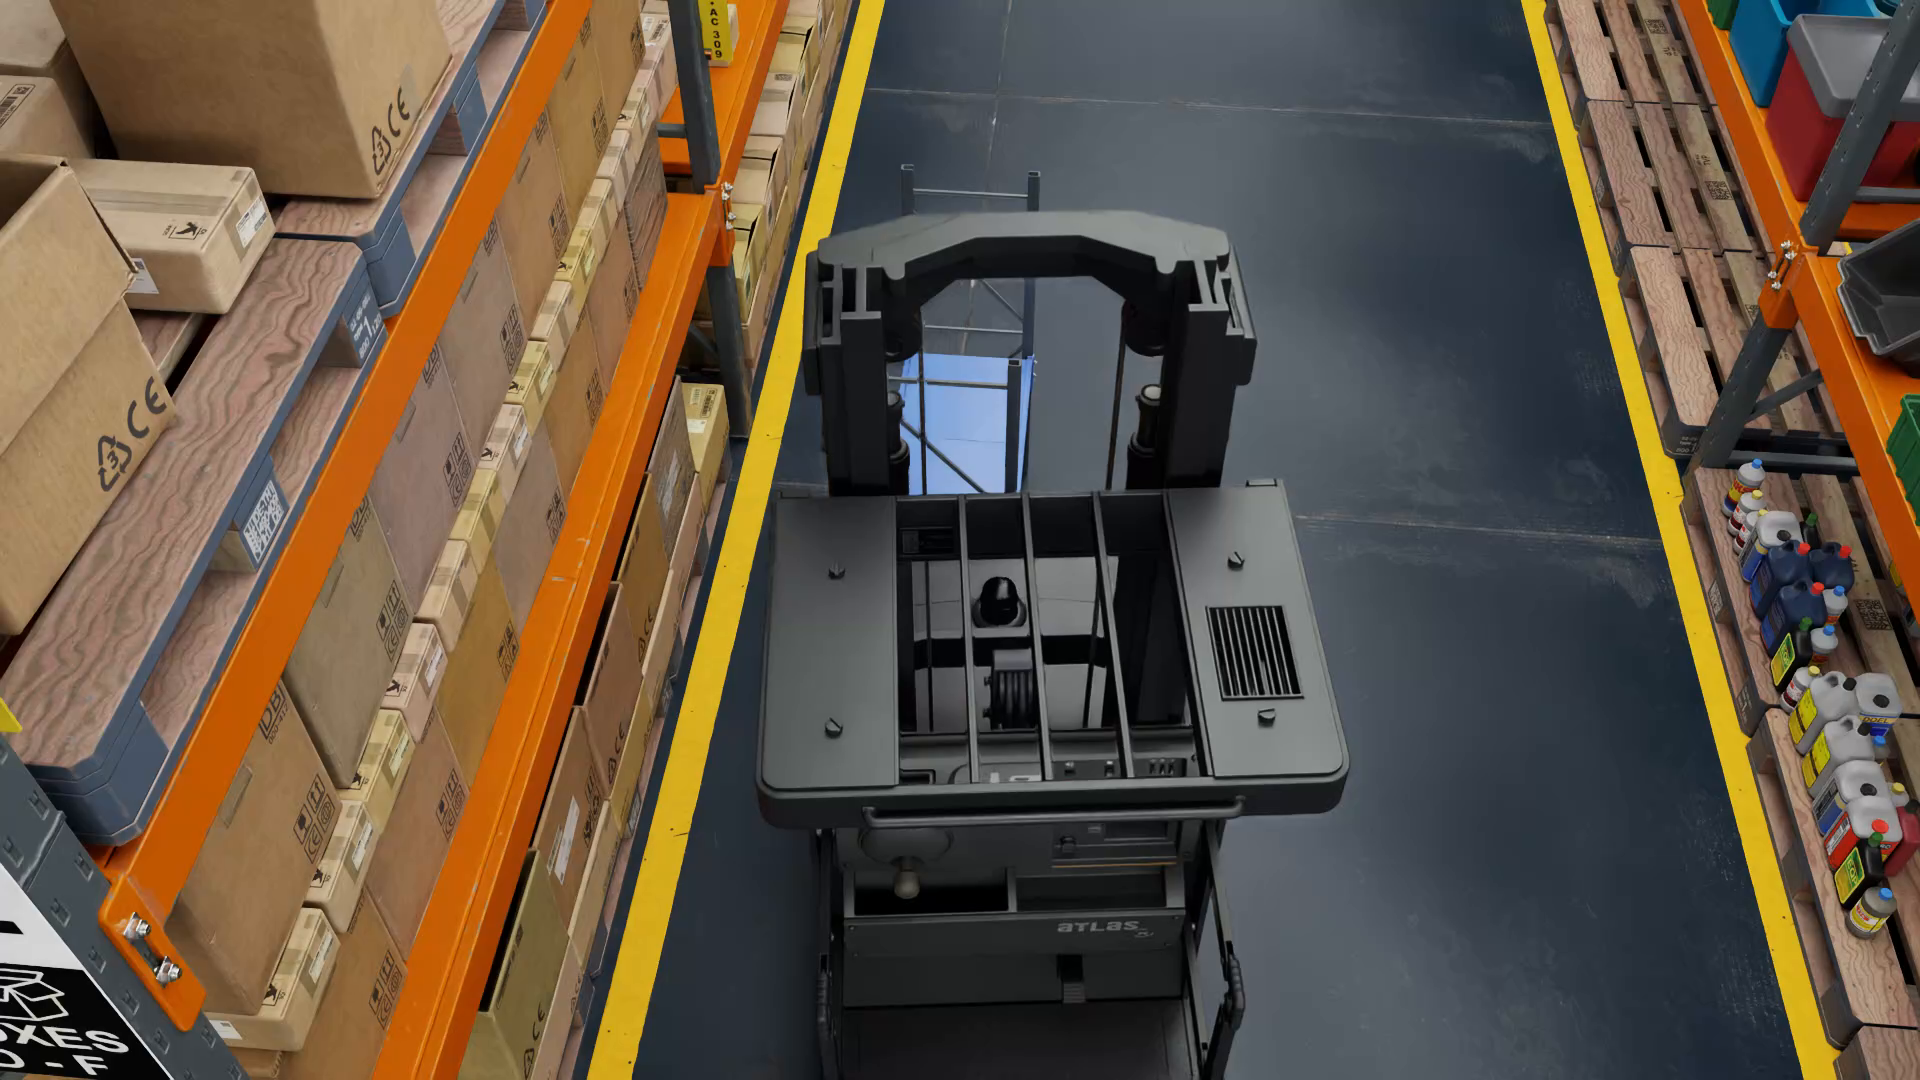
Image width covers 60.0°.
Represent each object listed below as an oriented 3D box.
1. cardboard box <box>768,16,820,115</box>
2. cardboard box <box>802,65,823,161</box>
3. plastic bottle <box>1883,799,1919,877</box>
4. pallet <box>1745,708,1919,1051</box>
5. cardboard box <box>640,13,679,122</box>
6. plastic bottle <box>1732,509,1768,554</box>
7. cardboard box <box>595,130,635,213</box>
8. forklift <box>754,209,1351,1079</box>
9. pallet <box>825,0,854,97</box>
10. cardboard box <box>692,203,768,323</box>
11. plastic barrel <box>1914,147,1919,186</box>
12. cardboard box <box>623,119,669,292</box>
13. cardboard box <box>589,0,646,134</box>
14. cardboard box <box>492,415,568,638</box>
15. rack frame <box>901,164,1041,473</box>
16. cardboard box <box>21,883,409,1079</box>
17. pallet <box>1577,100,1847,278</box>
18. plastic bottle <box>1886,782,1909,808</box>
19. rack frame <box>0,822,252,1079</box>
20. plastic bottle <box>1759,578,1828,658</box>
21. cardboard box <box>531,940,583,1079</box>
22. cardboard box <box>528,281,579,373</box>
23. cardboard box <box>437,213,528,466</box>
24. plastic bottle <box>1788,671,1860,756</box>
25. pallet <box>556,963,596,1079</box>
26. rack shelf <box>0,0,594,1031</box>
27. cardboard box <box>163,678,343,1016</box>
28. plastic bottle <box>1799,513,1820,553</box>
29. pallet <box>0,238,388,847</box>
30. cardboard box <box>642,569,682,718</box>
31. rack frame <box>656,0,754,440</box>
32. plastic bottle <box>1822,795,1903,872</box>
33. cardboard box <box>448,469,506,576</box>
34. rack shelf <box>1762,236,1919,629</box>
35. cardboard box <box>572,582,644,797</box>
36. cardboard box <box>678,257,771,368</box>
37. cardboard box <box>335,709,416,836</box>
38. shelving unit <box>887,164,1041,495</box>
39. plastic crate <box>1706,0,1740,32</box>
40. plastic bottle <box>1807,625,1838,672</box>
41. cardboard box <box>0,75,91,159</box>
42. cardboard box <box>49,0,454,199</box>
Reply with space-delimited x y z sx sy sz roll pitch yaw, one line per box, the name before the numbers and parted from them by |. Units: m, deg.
cardboard box | -0.978 -2.342 8.084 0.500 0.311 0.500 5 48 5
cardboard box | -0.979 -2.146 8.285 0.500 0.250 0.500 5 48 4
plastic bottle | 3.053 0.966 5.403 0.061 0.283 0.133 4 48 4
pallet | 3.319 1.144 5.586 1.003 0.211 1.213 4 48 4
cardboard box | -1.401 -1.836 6.524 0.500 0.250 0.500 7 48 6
plastic bottle | 3.046 -0.036 6.375 0.097 0.201 0.097 0 48 0
cardboard box | -1.260 -1.186 5.321 0.380 0.149 0.250 3 48 2
forklift | 0.157 0.801 4.057 1.130 2.935 3.031 -1 48 -1
pallet | -1.152 -2.918 9.302 1.003 0.211 1.213 4 48 4
cardboard box | -1.117 -1.212 7.051 0.500 0.311 0.500 4 48 4
plastic barrel | 3.867 -1.619 5.884 0.600 0.901 0.708 4 48 4
cardboard box | -1.437 -1.229 5.800 0.700 0.500 0.500 3 48 3
cardboard box | -1.437 -1.667 5.321 0.700 0.500 0.500 4 48 4
cardboard box | -1.573 -0.097 4.764 0.700 0.500 0.500 5 48 5
rack frame | 0.039 -0.817 6.507 0.500 1.500 0.032 4 48 4
cardboard box | -1.712 1.041 3.723 0.700 0.500 0.500 4 48 4
pallet | 3.672 -1.724 8.210 1.003 0.211 1.213 4 48 4
plastic bottle | 3.085 0.879 5.537 0.097 0.201 0.097 0 48 0
rack frame | -1.767 1.417 3.447 1.000 3.000 0.127 4 48 4
plastic bottle | 3.026 0.263 6.000 0.144 0.351 0.185 2 48 2
cardboard box | -1.455 1.457 4.990 0.500 0.250 0.500 4 48 4
cardboard box | -1.331 -0.628 4.810 0.380 0.149 0.250 5 48 5
cardboard box | -1.574 -0.561 4.309 0.700 0.500 0.500 4 48 4
plastic bottle | 2.987 0.575 5.714 0.144 0.351 0.185 4 48 3
pallet | -1.739 1.793 4.993 1.003 0.211 1.213 4 48 4
rack shelf | -1.585 -0.822 3.950 1.077 0.370 4.000 4 48 4
cardboard box | -1.707 0.564 3.280 0.700 0.500 0.500 4 48 4
plastic bottle | 3.168 0.033 6.256 0.061 0.283 0.133 4 48 4
pallet | -1.677 -0.083 2.846 1.003 0.211 1.213 4 48 4
cardboard box | -1.313 0.355 5.998 0.500 0.250 0.500 4 48 4
rack frame | -1.402 -1.522 6.135 1.000 3.000 0.127 4 48 4
plastic bottle | 2.947 0.961 5.412 0.152 0.276 0.135 4 48 4
cardboard box | -1.401 -0.056 4.287 0.380 0.149 0.250 3 48 3
rack shelf | 3.348 0.526 4.750 1.077 0.370 4.000 4 48 4
cardboard box | -1.357 0.469 5.385 0.500 0.500 0.500 4 48 4
cardboard box | -1.119 -1.016 7.251 0.500 0.250 0.500 3 48 3
cardboard box | -1.471 0.513 3.766 0.380 0.149 0.250 4 48 4
shelving unit | -0.008 -0.443 6.165 0.538 1.500 1.048 4 48 4
plastic crate | 3.408 -2.414 7.094 0.450 0.188 0.662 4 48 4
plastic bottle | 3.050 0.400 5.928 0.097 0.271 0.097 0 48 0
cardboard box | -1.925 -0.598 2.979 0.500 0.250 0.500 4 48 4
cardboard box | -1.343 -1.020 3.196 0.500 0.500 0.500 4 48 4
